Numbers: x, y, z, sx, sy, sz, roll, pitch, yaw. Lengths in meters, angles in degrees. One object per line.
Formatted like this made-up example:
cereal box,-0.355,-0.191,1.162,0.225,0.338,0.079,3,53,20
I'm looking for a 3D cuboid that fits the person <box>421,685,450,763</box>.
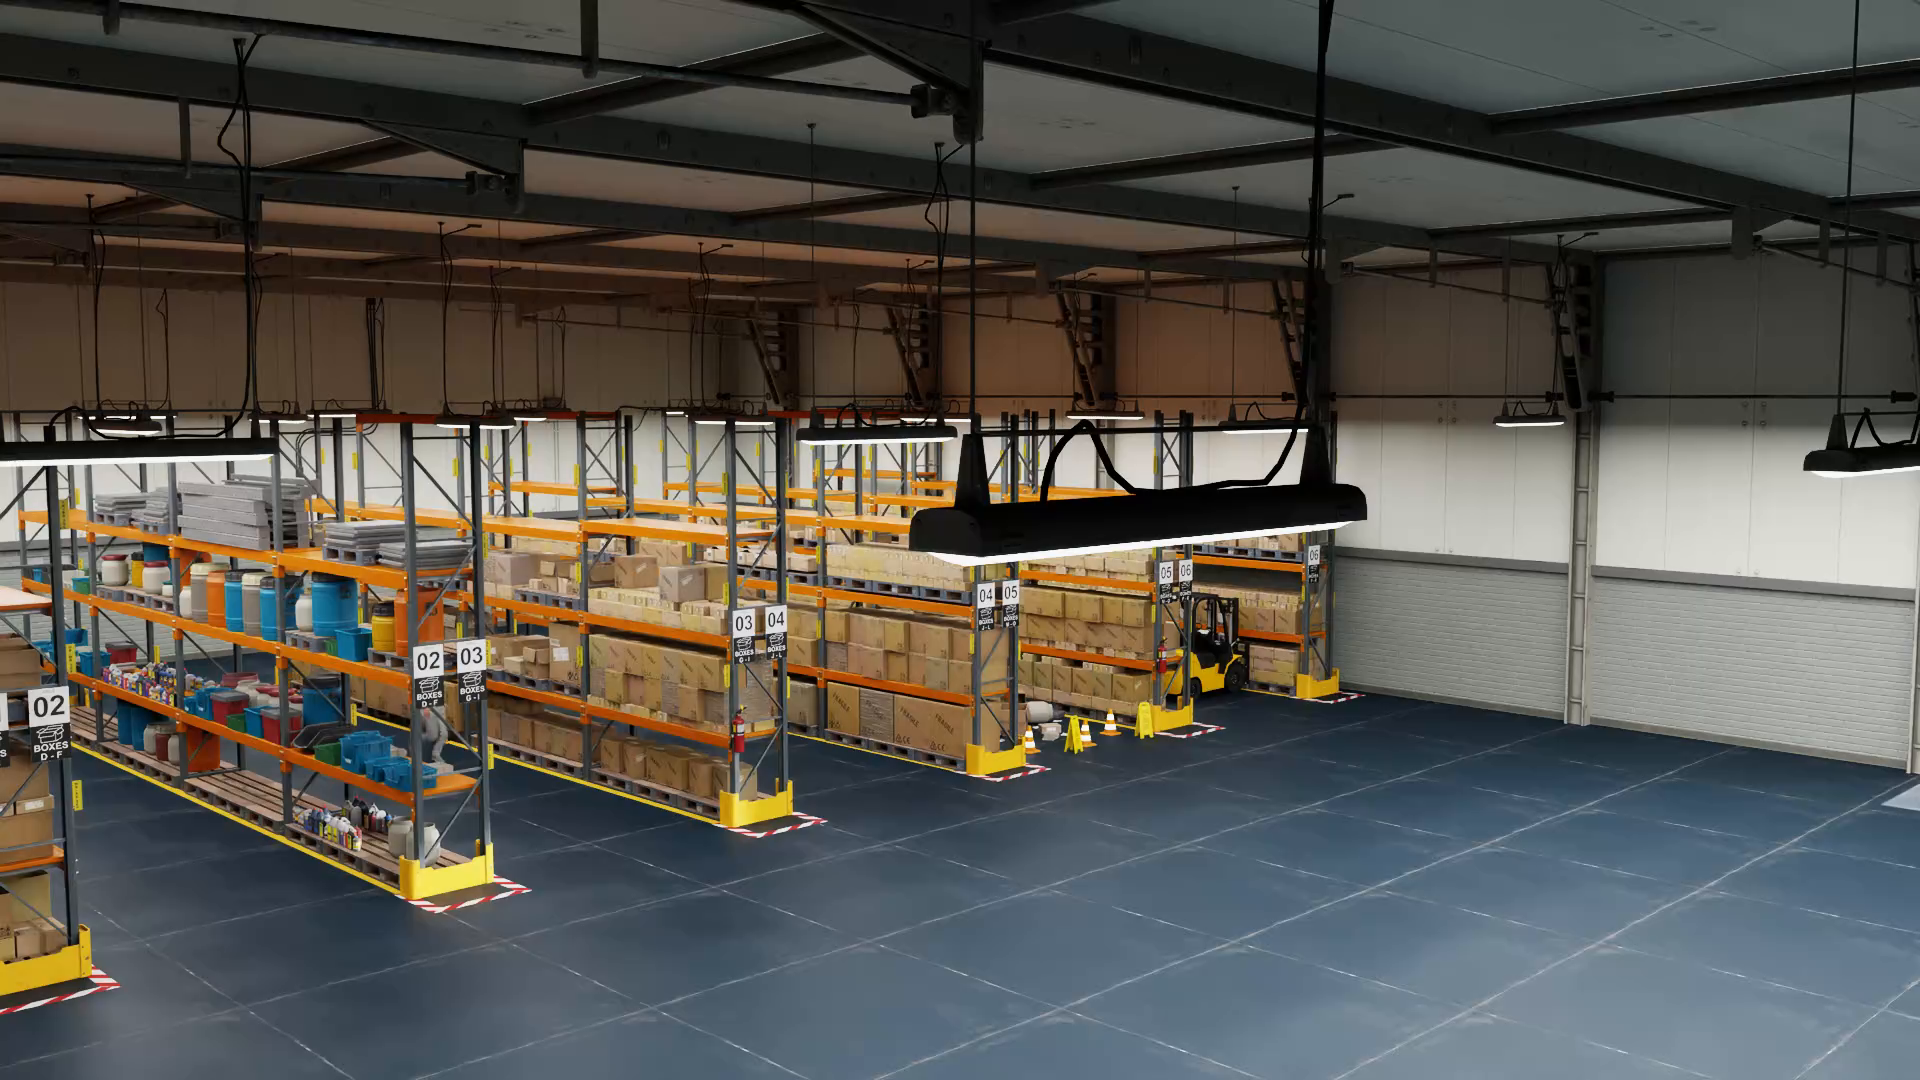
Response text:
person,-9.179,2.982,28.822,0.636,1.740,0.677,3,6,31
